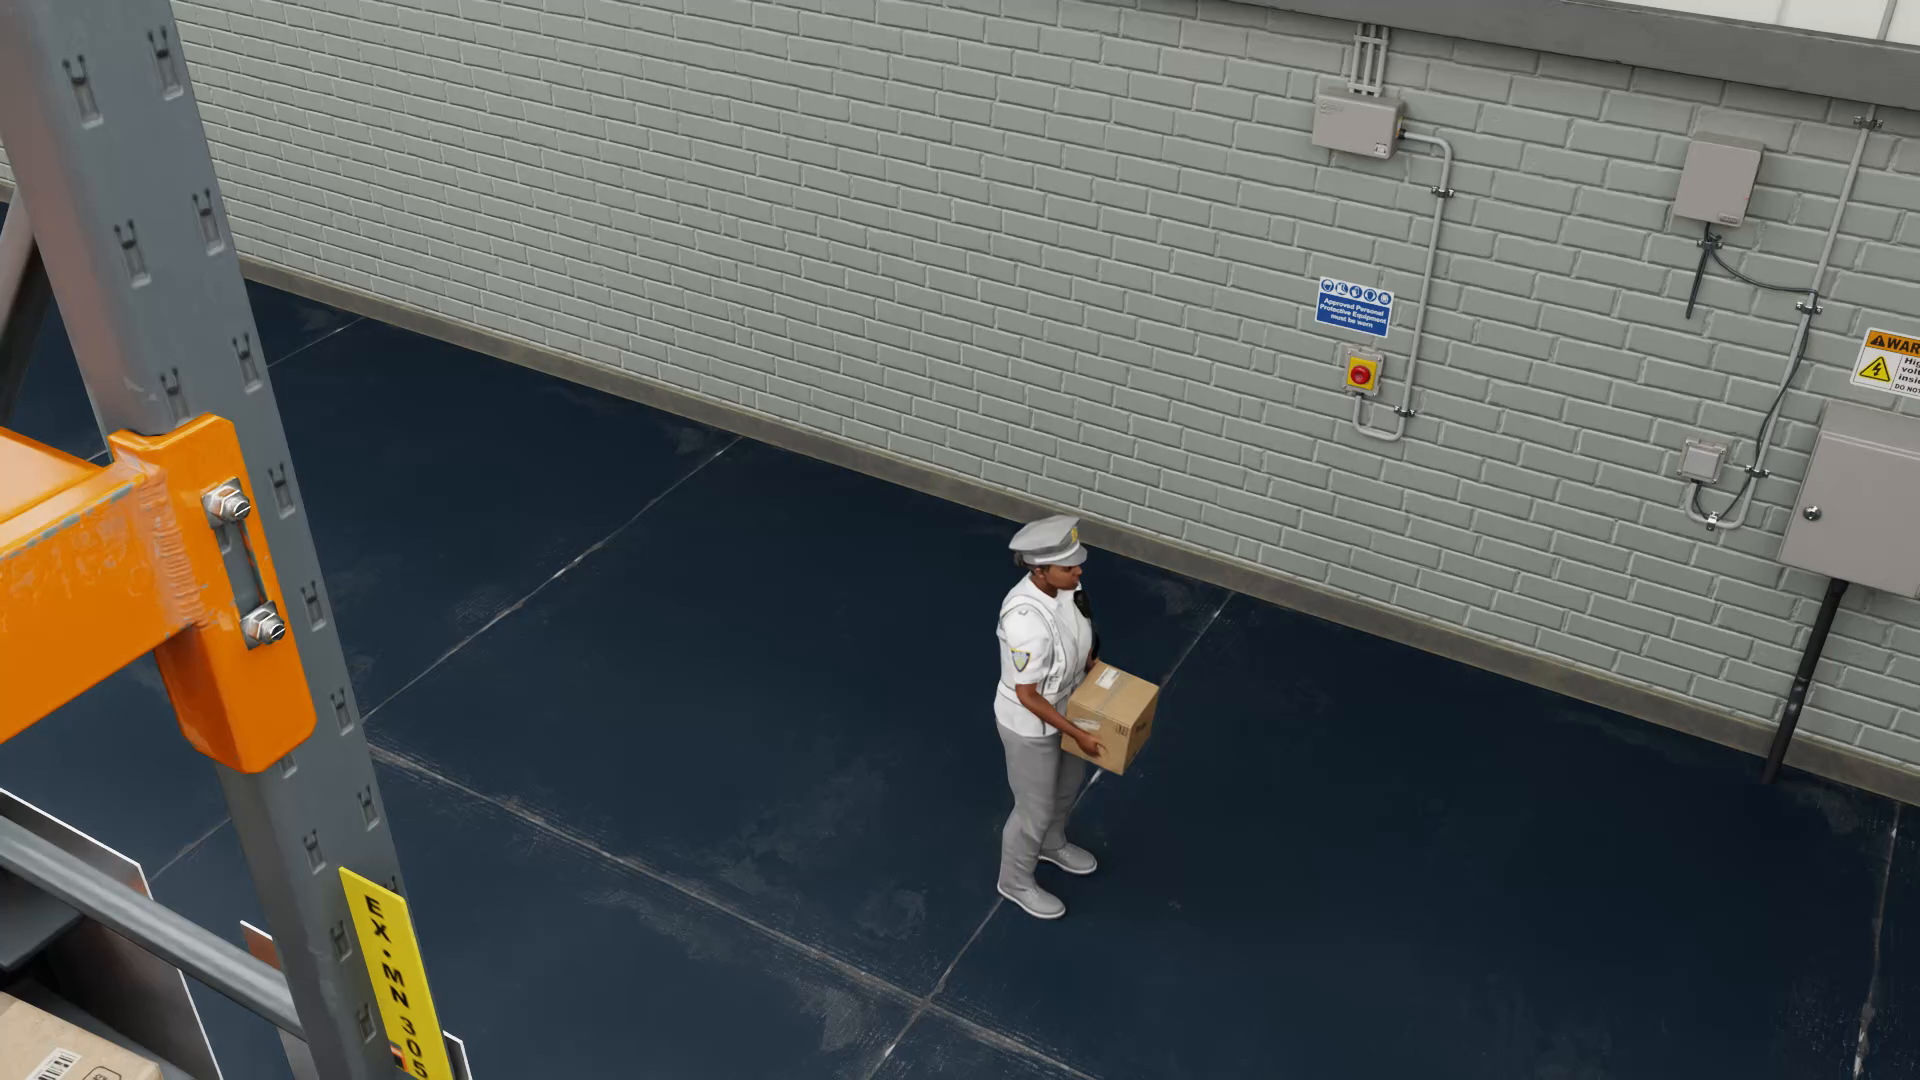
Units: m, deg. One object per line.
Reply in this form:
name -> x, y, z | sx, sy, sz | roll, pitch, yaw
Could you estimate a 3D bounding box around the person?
person -> 0.380, 0.658, 6.152 | 0.488, 1.691, 0.472 | 18, 38, 24
